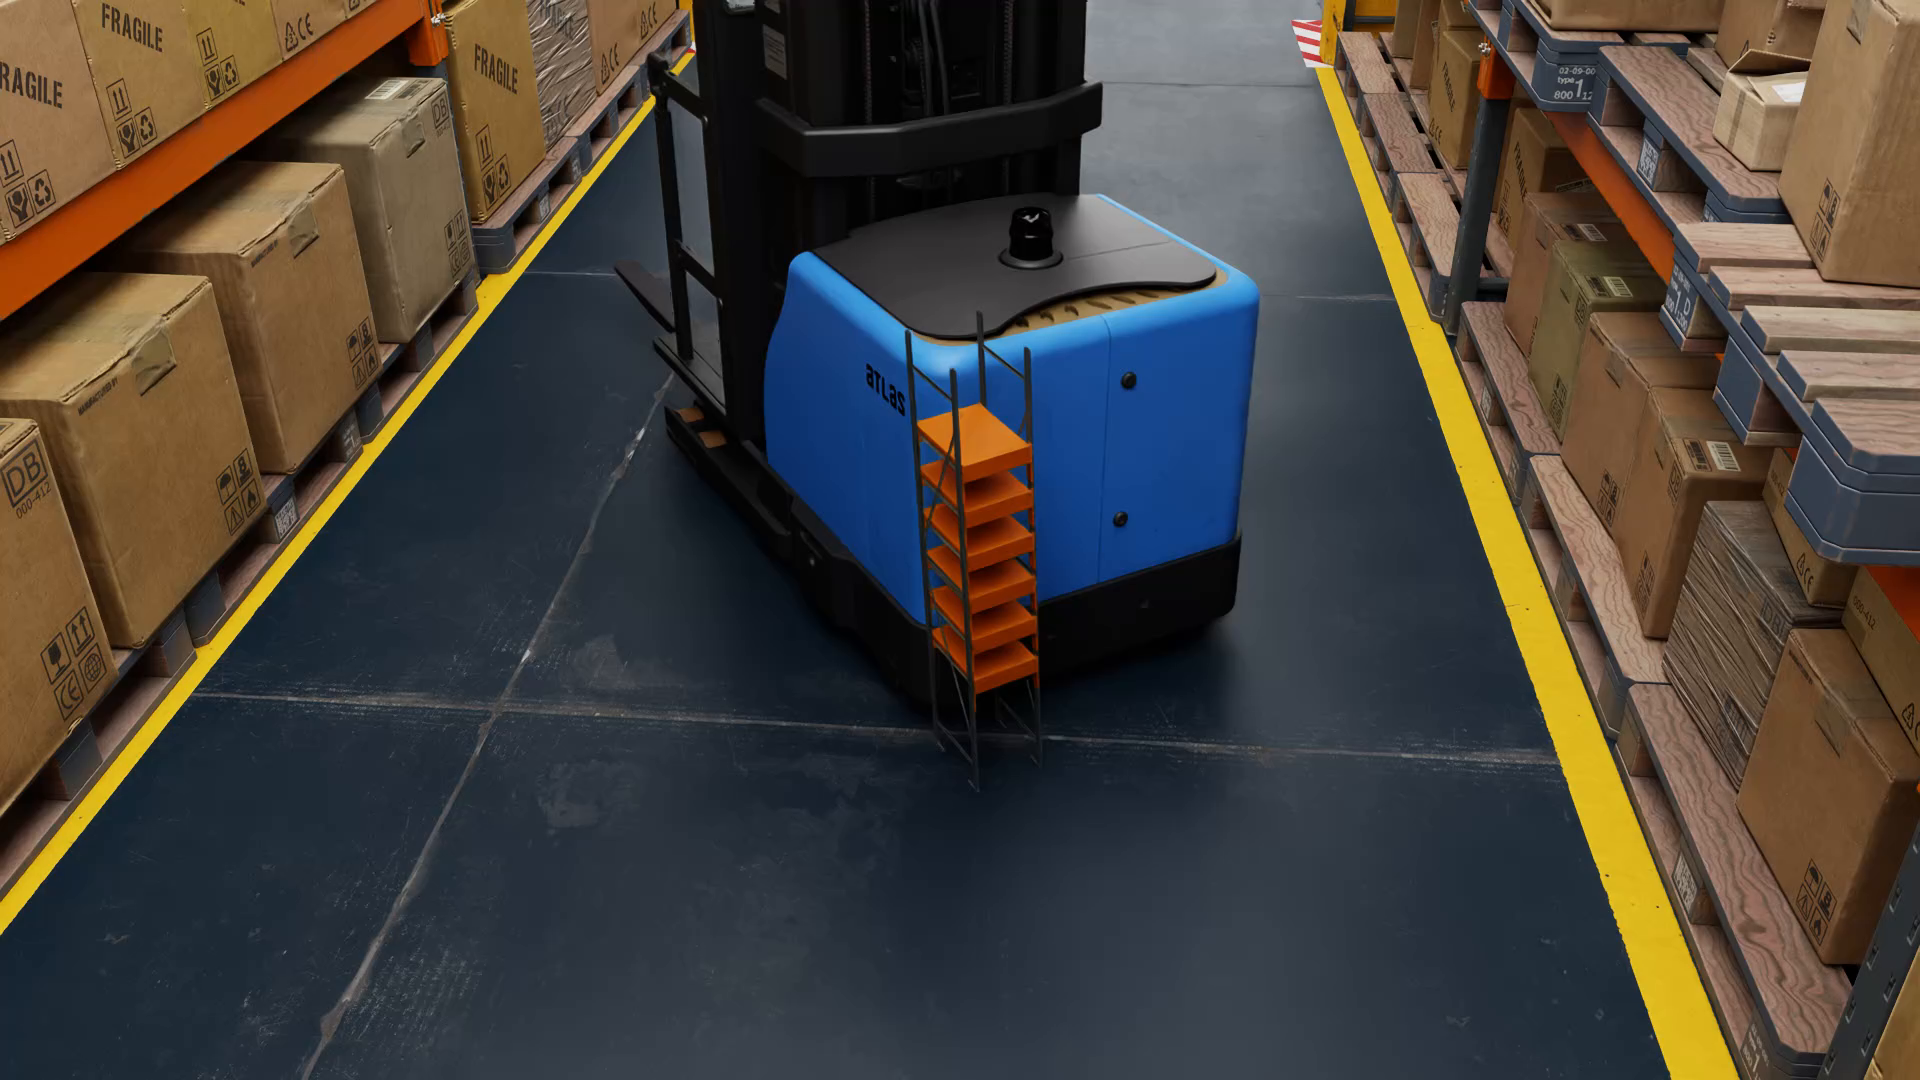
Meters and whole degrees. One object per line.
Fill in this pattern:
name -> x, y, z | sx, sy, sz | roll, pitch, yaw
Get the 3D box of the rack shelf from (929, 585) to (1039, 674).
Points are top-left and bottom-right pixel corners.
rack shelf -> 0.051, 0.196, 4.093 | 0.180, 0.103, 0.258 | -18, 36, -22

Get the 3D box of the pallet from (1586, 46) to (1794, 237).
pallet -> 2.212, -0.945, 4.108 | 1.003, 0.211, 1.213 | 2, 32, 4

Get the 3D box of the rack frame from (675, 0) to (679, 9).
rack frame -> -2.192, -4.438, 9.592 | 1.000, 3.000, 0.127 | 2, 32, 4

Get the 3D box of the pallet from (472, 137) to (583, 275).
pallet -> -2.378, -1.554, 7.570 | 1.003, 0.211, 1.213 | 2, 32, 4

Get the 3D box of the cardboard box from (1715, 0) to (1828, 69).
cardboard box -> 2.368, -1.394, 4.154 | 0.797, 0.503, 0.637 | 6, 32, 9

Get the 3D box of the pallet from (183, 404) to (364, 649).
pallet -> -2.602, -0.113, 5.232 | 1.003, 0.211, 1.213 | 2, 32, 4

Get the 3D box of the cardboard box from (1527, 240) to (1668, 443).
cardboard box -> 2.288, -0.636, 5.386 | 0.700, 0.500, 0.500 | 2, 32, 4

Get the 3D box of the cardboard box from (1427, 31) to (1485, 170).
cardboard box -> 2.501, -2.032, 7.670 | 0.500, 0.500, 0.500 | 0, 32, 0

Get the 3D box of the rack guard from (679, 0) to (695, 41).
rack guard -> -2.190, -3.386, 10.269 | 1.175, 0.500, 0.348 | 2, 32, 4

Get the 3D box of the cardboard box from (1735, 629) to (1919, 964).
cardboard box -> 2.126, 0.536, 3.485 | 0.700, 0.500, 0.500 | 1, 32, 1

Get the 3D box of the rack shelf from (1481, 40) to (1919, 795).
rack shelf -> 2.255, -0.730, 4.261 | 1.077, 0.370, 4.000 | 2, 32, 4

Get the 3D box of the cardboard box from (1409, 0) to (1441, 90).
cardboard box -> 2.661, -2.648, 8.670 | 0.500, 0.500, 0.500 | 11, 33, 17

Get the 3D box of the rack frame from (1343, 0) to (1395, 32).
rack frame -> 2.743, -4.173, 9.163 | 1.000, 3.000, 0.127 | 2, 32, 4

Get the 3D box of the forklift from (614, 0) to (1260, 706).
forklift -> -0.354, -1.555, 4.979 | 1.130, 2.935, 3.031 | -16, 35, -24

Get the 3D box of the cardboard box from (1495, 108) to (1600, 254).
cardboard box -> 2.490, -1.404, 6.651 | 0.500, 0.500, 0.500 | 2, 32, 2

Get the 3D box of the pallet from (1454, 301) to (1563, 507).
pallet -> 2.356, -0.487, 5.840 | 1.003, 0.211, 1.213 | 2, 32, 4

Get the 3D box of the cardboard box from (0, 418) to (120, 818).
cardboard box -> -2.704, 0.210, 3.795 | 1.050, 0.750, 0.750 | 2, 32, 3

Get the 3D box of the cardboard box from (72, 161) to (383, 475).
cardboard box -> -2.561, -0.735, 5.327 | 1.050, 0.750, 0.750 | 2, 32, 4

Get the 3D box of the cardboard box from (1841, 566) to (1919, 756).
cardboard box -> 2.116, 0.216, 3.289 | 0.500, 0.250, 0.500 | 4, 32, 6

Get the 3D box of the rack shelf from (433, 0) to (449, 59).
rack shelf -> -2.355, -3.086, 8.084 | 1.077, 0.370, 4.000 | 2, 32, 4

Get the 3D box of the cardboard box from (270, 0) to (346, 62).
cardboard box -> -2.335, -1.841, 5.282 | 0.500, 0.500, 0.500 | 2, 32, 3

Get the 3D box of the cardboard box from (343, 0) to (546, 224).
cardboard box -> -2.397, -1.947, 7.174 | 0.875, 0.875, 0.875 | 3, 32, 5

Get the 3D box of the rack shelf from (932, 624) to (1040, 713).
rack shelf -> 0.057, 0.296, 4.159 | 0.180, 0.103, 0.258 | -18, 36, -22

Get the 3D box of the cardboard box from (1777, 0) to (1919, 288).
cardboard box -> 2.042, -0.792, 3.180 | 0.700, 0.500, 0.500 | 7, 32, 11

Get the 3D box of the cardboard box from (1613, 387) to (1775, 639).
cardboard box -> 2.198, -0.052, 4.438 | 0.700, 0.500, 0.500 | 5, 32, 8

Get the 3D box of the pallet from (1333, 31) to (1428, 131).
pallet -> 2.636, -2.523, 9.143 | 1.003, 0.211, 1.213 | 2, 32, 4

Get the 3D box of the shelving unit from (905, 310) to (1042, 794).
shelving unit -> 0.044, 0.058, 4.003 | 0.189, 1.200, 0.258 | -18, 36, -22

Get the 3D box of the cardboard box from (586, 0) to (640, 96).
cardboard box -> -2.251, -2.895, 8.713 | 0.875, 0.875, 0.875 | 2, 32, 3

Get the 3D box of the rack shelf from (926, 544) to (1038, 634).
rack shelf -> 0.046, 0.095, 4.027 | 0.180, 0.103, 0.258 | -18, 36, -22

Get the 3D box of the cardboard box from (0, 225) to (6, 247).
cardboard box -> -2.499, -0.787, 3.572 | 0.500, 0.500, 0.500 | 2, 32, 4

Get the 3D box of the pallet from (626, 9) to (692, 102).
pallet -> -2.179, -2.829, 9.640 | 1.003, 0.211, 1.213 | 2, 32, 4

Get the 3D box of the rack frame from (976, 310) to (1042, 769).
rack frame -> 0.124, 0.031, 4.037 | 0.006, 1.200, 0.240 | -18, 36, -22

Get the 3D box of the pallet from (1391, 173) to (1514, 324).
pallet -> 2.437, -1.247, 7.073 | 1.003, 0.211, 1.213 | 2, 32, 4

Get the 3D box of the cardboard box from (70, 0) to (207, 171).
cardboard box -> -2.415, -1.311, 4.422 | 0.500, 0.500, 0.500 | 2, 32, 3

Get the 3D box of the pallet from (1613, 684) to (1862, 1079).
pallet -> 2.157, 0.788, 3.769 | 1.003, 0.211, 1.213 | 2, 32, 4
